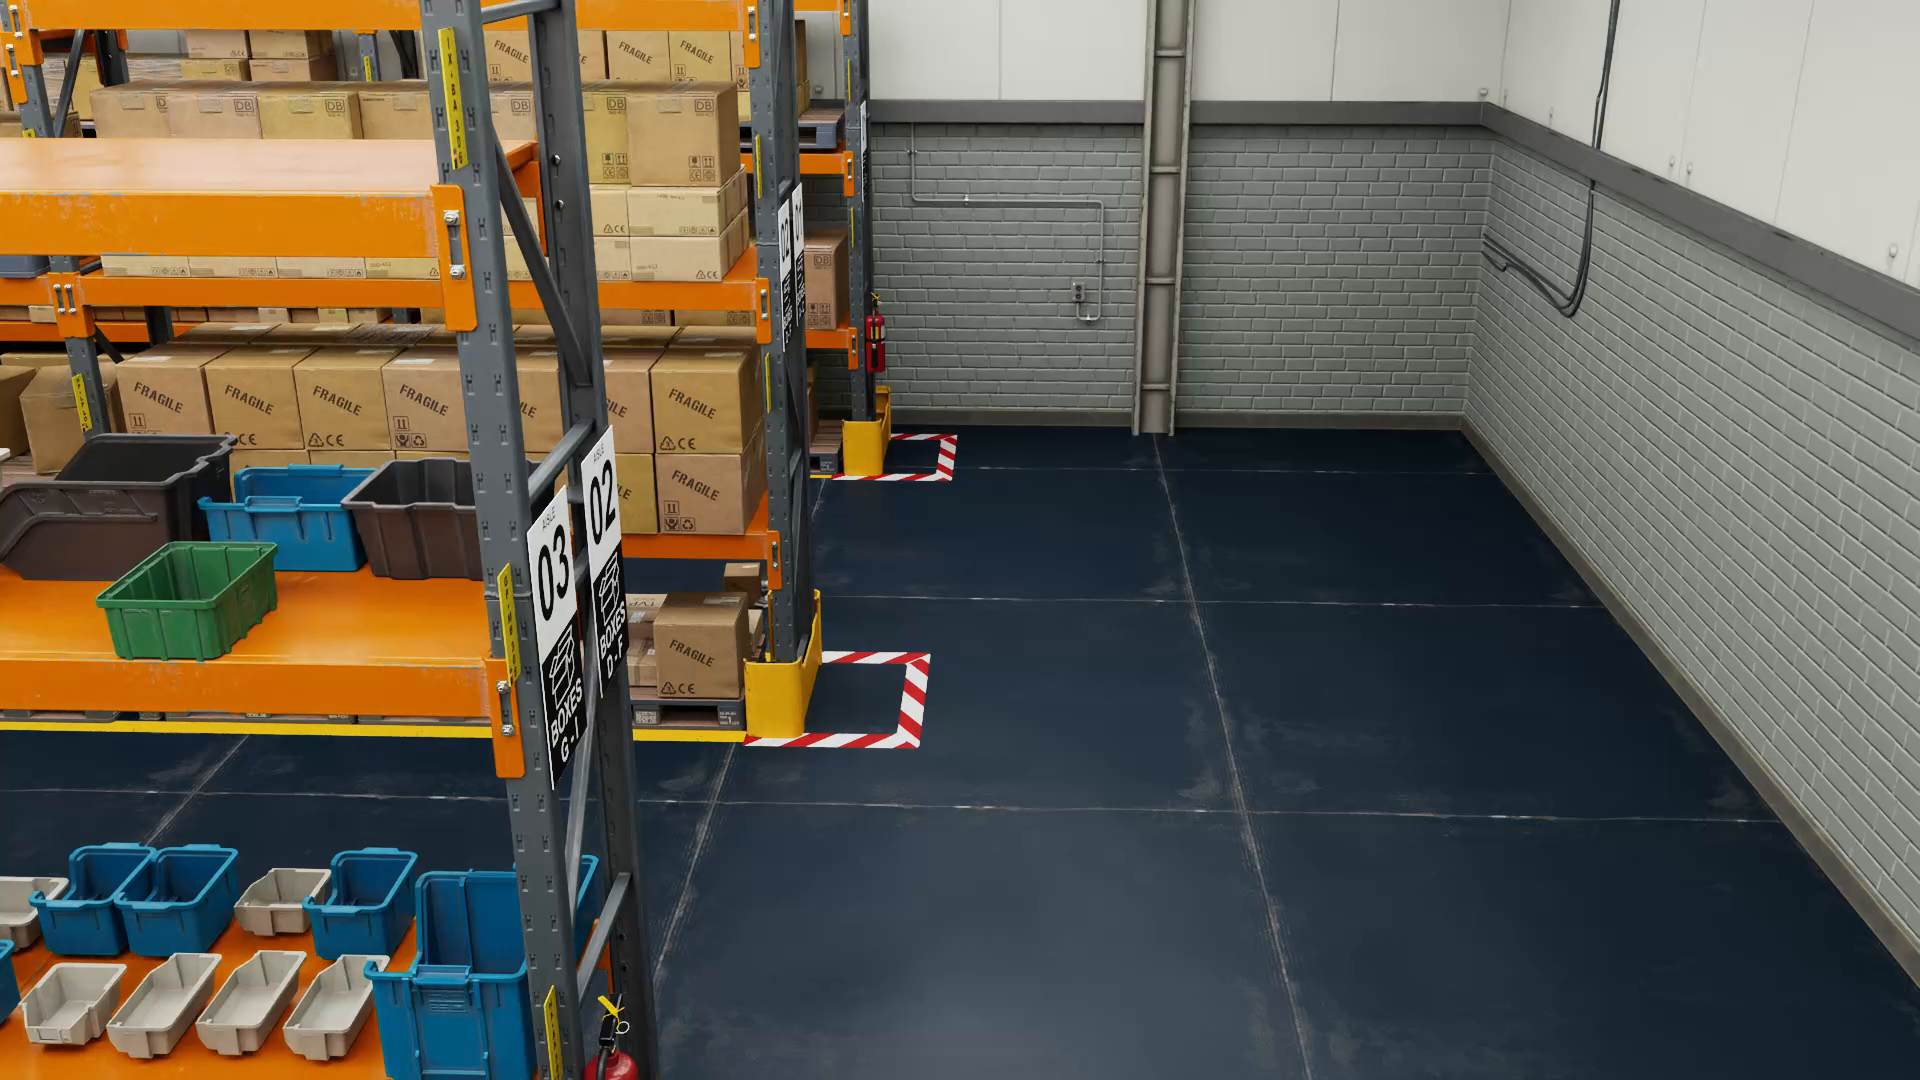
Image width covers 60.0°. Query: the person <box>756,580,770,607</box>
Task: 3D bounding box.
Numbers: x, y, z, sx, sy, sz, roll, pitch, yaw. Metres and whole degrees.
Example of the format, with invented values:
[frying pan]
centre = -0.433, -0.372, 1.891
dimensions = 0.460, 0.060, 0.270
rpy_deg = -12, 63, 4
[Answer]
[person]
centre = -1.343, -0.309, 11.901
dimensions = 0.346, 1.591, 0.478
rpy_deg = -2, 21, -5
